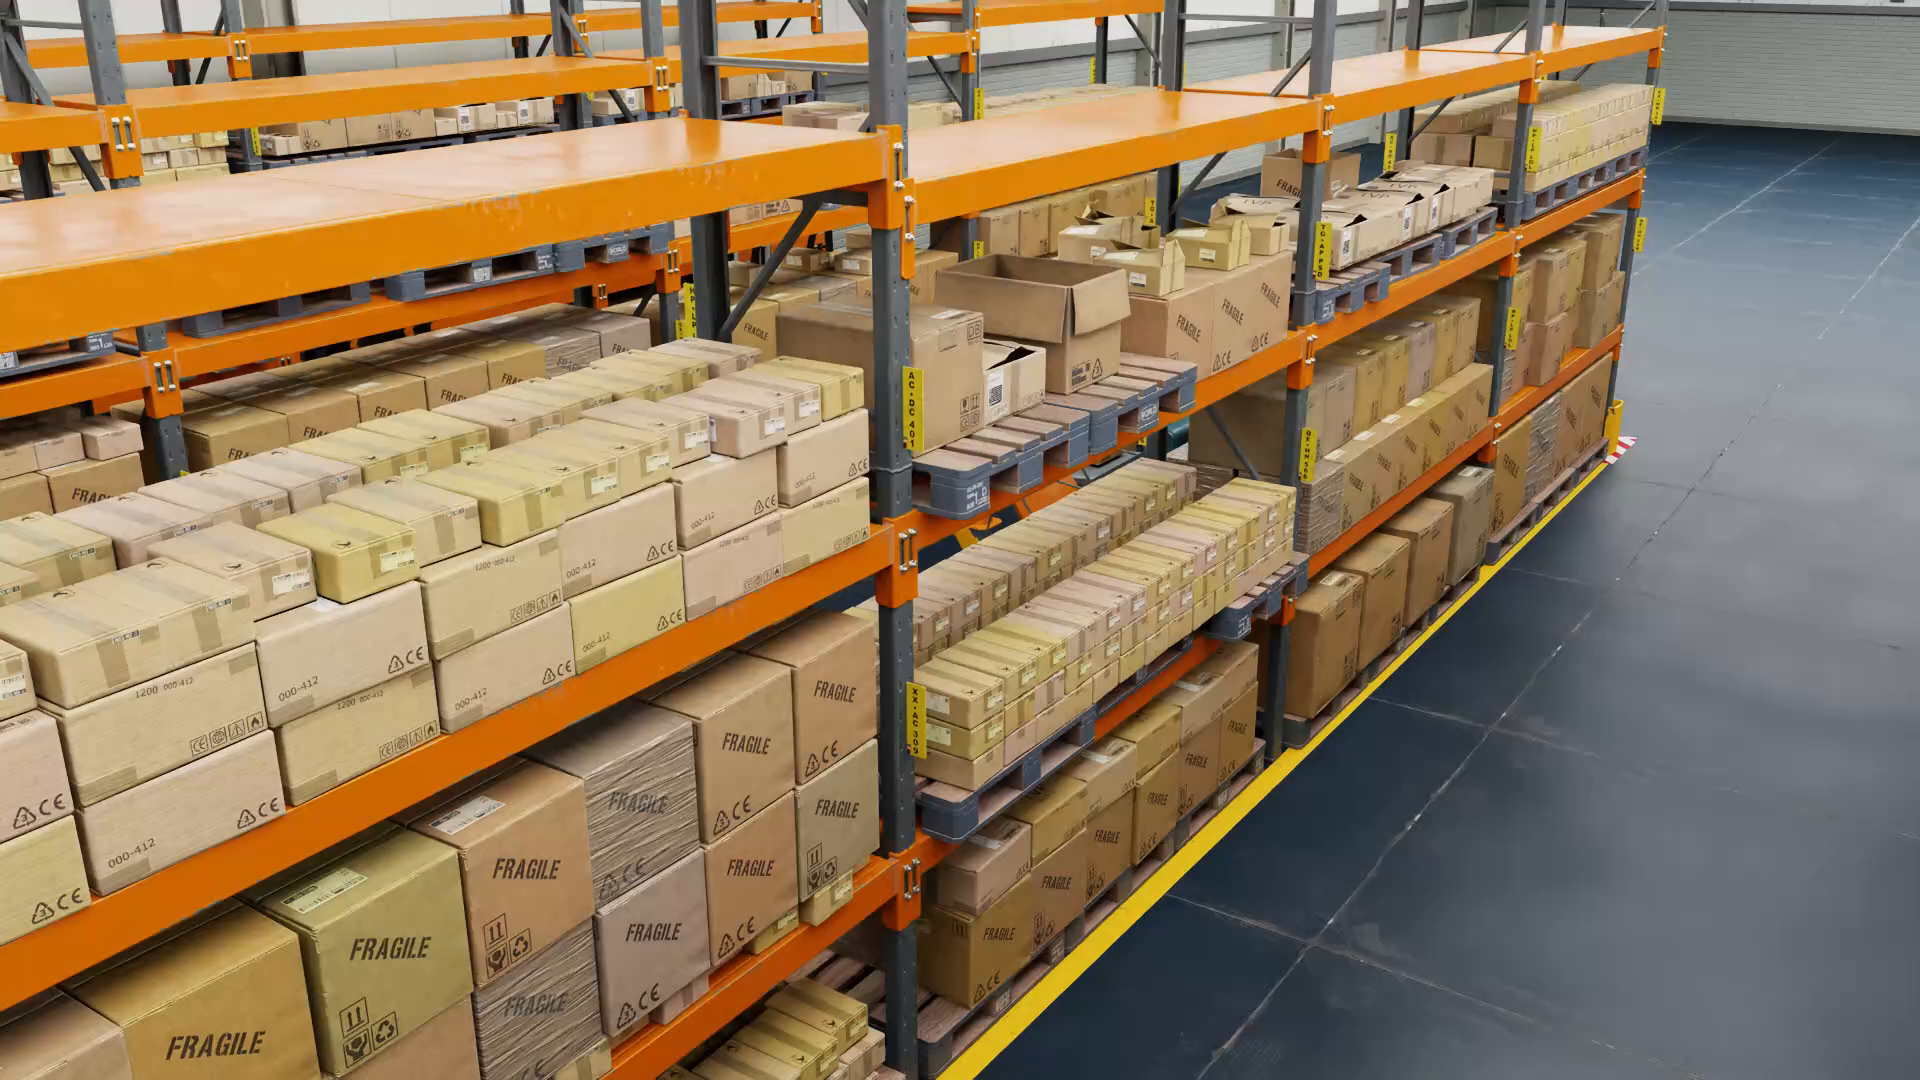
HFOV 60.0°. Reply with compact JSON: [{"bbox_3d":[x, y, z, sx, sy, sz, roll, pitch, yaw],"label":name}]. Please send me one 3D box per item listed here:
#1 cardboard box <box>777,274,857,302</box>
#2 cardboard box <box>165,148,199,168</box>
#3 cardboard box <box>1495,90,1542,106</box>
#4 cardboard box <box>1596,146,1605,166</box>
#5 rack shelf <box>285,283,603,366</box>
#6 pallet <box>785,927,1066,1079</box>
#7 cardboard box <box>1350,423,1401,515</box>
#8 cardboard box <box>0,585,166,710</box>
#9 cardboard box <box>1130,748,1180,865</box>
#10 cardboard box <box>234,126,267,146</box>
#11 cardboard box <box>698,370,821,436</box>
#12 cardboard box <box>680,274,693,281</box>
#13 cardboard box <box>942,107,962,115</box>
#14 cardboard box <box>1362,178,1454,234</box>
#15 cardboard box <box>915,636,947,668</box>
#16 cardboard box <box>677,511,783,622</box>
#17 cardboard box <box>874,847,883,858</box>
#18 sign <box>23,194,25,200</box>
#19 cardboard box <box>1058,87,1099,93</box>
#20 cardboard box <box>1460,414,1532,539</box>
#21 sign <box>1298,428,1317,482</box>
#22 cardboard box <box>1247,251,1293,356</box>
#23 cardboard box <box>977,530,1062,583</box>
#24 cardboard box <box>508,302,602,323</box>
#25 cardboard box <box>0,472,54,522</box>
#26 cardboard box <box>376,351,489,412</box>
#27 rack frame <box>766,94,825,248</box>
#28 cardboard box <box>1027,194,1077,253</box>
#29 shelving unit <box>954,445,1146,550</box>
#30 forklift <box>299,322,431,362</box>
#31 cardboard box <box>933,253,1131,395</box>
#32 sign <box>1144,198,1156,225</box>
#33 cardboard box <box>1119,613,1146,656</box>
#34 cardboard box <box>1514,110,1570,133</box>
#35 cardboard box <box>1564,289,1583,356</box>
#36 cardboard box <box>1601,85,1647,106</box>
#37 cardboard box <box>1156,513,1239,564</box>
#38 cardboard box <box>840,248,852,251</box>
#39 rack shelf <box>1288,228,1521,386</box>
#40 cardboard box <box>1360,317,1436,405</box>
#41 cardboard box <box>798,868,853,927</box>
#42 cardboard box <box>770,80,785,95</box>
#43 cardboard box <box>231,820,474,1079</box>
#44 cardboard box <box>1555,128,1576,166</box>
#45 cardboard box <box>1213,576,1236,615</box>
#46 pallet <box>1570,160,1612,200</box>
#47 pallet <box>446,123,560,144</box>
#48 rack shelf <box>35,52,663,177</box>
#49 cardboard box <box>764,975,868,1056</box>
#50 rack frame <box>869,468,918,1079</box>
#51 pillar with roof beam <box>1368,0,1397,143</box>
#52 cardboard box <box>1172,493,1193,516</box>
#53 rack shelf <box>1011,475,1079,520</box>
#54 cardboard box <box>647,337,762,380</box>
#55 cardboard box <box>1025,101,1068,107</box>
[{"bbox_3d":[-1.225,-1.953,14.191,0.500,0.500,0.500,12,24,30],"label":"cardboard box"},{"bbox_3d":[-6.807,-3.311,14.356,0.380,0.149,0.250,13,24,31],"label":"cardboard box"},{"bbox_3d":[4.944,-3.907,14.791,0.380,0.149,0.250,13,24,31],"label":"cardboard box"},{"bbox_3d":[5.346,-3.332,14.386,0.380,0.149,0.250,14,24,32],"label":"cardboard box"},{"bbox_3d":[-5.520,-2.243,17.189,1.077,0.370,4.000,13,24,32],"label":"rack shelf"},{"bbox_3d":[-0.199,2.129,8.353,1.003,0.211,1.213,13,24,32],"label":"pallet"},{"bbox_3d":[2.656,-0.517,11.342,0.500,0.500,0.500,13,24,32],"label":"cardboard box"},{"bbox_3d":[-2.142,0.253,4.003,0.380,0.149,0.250,13,24,32],"label":"cardboard box"},{"bbox_3d":[0.881,1.415,9.260,0.500,0.500,0.500,12,23,29],"label":"cardboard box"},{"bbox_3d":[-6.449,-3.844,15.625,0.500,0.250,0.500,13,24,32],"label":"cardboard box"},{"bbox_3d":[-0.725,-0.492,6.017,0.380,0.149,0.250,14,24,33],"label":"cardboard box"},{"bbox_3d":[-3.436,-3.146,20.510,0.500,0.250,0.500,13,24,31],"label":"cardboard box"},{"bbox_3d":[-0.208,-4.073,15.989,0.380,0.149,0.250,13,24,31],"label":"cardboard box"},{"bbox_3d":[3.059,-2.314,11.399,0.500,0.311,0.500,12,24,30],"label":"cardboard box"},{"bbox_3d":[-0.286,0.527,7.992,0.380,0.149,0.250,15,25,34],"label":"cardboard box"},{"bbox_3d":[-0.978,0.043,5.866,0.500,0.250,0.500,13,24,32],"label":"cardboard box"},{"bbox_3d":[-0.426,1.405,8.206,0.500,0.250,0.500,13,24,30],"label":"cardboard box"},{"bbox_3d":[-5.240,-1.792,9.410,0.100,0.325,0.005,13,24,32],"label":"sign"},{"bbox_3d":[1.271,-4.800,17.955,0.380,0.149,0.250,13,24,32],"label":"cardboard box"},{"bbox_3d":[4.273,-0.618,14.217,0.875,0.875,0.875,14,24,33],"label":"cardboard box"},{"bbox_3d":[2.068,-0.506,9.901,0.100,0.325,0.005,13,24,32],"label":"sign"},{"bbox_3d":[1.503,-1.343,9.252,0.500,0.500,0.500,13,24,32],"label":"cardboard box"},{"bbox_3d":[0.313,0.082,8.766,0.380,0.149,0.250,13,24,31],"label":"cardboard box"},{"bbox_3d":[-3.017,-1.461,12.454,0.500,0.500,0.500,12,24,30],"label":"cardboard box"},{"bbox_3d":[-5.115,-0.074,8.704,0.500,0.500,0.500,13,24,31],"label":"cardboard box"},{"bbox_3d":[-3.468,-0.922,10.996,0.500,0.500,0.500,13,24,31],"label":"cardboard box"},{"bbox_3d":[-2.147,-4.302,21.718,1.000,3.000,0.127,13,24,32],"label":"rack frame"},{"bbox_3d":[0.748,-3.207,16.746,0.700,0.500,0.500,13,24,31],"label":"cardboard box"},{"bbox_3d":[0.739,-0.529,13.899,1.500,0.587,1.083,-29,1,37],"label":"shelving unit"},{"bbox_3d":[-4.305,-1.105,13.175,1.130,2.935,3.031,13,24,32],"label":"forklift"},{"bbox_3d":[0.342,-1.025,7.782,0.797,0.503,0.637,13,24,31],"label":"cardboard box"},{"bbox_3d":[1.159,-1.900,10.042,0.100,0.325,0.005,13,24,32],"label":"sign"},{"bbox_3d":[0.700,0.425,8.267,0.380,0.149,0.250,13,24,31],"label":"cardboard box"},{"bbox_3d":[4.633,-3.342,13.262,0.380,0.149,0.250,13,24,31],"label":"cardboard box"},{"bbox_3d":[5.230,-2.055,15.428,0.875,0.550,0.550,13,24,32],"label":"cardboard box"},{"bbox_3d":[6.060,-4.071,15.234,0.380,0.149,0.250,13,24,32],"label":"cardboard box"},{"bbox_3d":[1.280,-0.007,9.007,0.380,0.149,0.250,14,25,33],"label":"cardboard box"},{"bbox_3d":[-0.789,-2.492,15.647,0.500,0.500,0.500,14,24,33],"label":"cardboard box"},{"bbox_3d":[2.738,-1.746,11.523,1.077,0.370,4.000,13,24,32],"label":"rack shelf"},{"bbox_3d":[3.016,-1.330,12.099,0.700,0.500,0.500,14,24,32],"label":"cardboard box"},{"bbox_3d":[-0.657,1.385,6.706,0.380,0.149,0.250,13,24,30],"label":"cardboard box"},{"bbox_3d":[-2.362,-5.538,20.348,0.380,0.149,0.250,12,24,30],"label":"cardboard box"},{"bbox_3d":[-1.822,1.169,4.914,0.500,0.500,0.500,13,24,31],"label":"cardboard box"},{"bbox_3d":[4.651,-3.201,13.457,0.500,0.250,0.500,13,24,31],"label":"cardboard box"},{"bbox_3d":[1.288,0.265,9.130,0.380,0.149,0.250,13,24,31],"label":"cardboard box"},{"bbox_3d":[5.017,-3.197,14.536,1.003,0.211,1.213,13,24,32],"label":"pallet"},{"bbox_3d":[-4.881,-4.216,17.437,0.805,0.209,1.217,12,24,30],"label":"pallet"},{"bbox_3d":[-3.661,-2.754,10.501,1.077,0.370,4.000,13,24,32],"label":"rack shelf"},{"bbox_3d":[-0.620,2.059,7.170,0.380,0.149,0.250,14,25,33],"label":"cardboard box"},{"bbox_3d":[-0.635,1.045,7.264,1.000,3.000,0.127,13,24,32],"label":"rack frame"},{"bbox_3d":[13.768,-13.138,36.959,9.100,9.000,0.400,13,24,32],"label":"pillar with roof beam"},{"bbox_3d":[1.176,-0.222,10.017,0.380,0.149,0.250,15,25,34],"label":"cardboard box"},{"bbox_3d":[0.618,-0.462,14.015,0.185,0.538,1.000,-29,1,37],"label":"rack shelf"},{"bbox_3d":[-0.999,-0.677,6.516,0.380,0.149,0.250,13,24,31],"label":"cardboard box"},{"bbox_3d":[0.845,-4.261,16.497,0.380,0.149,0.250,13,24,31],"label":"cardboard box"}]
